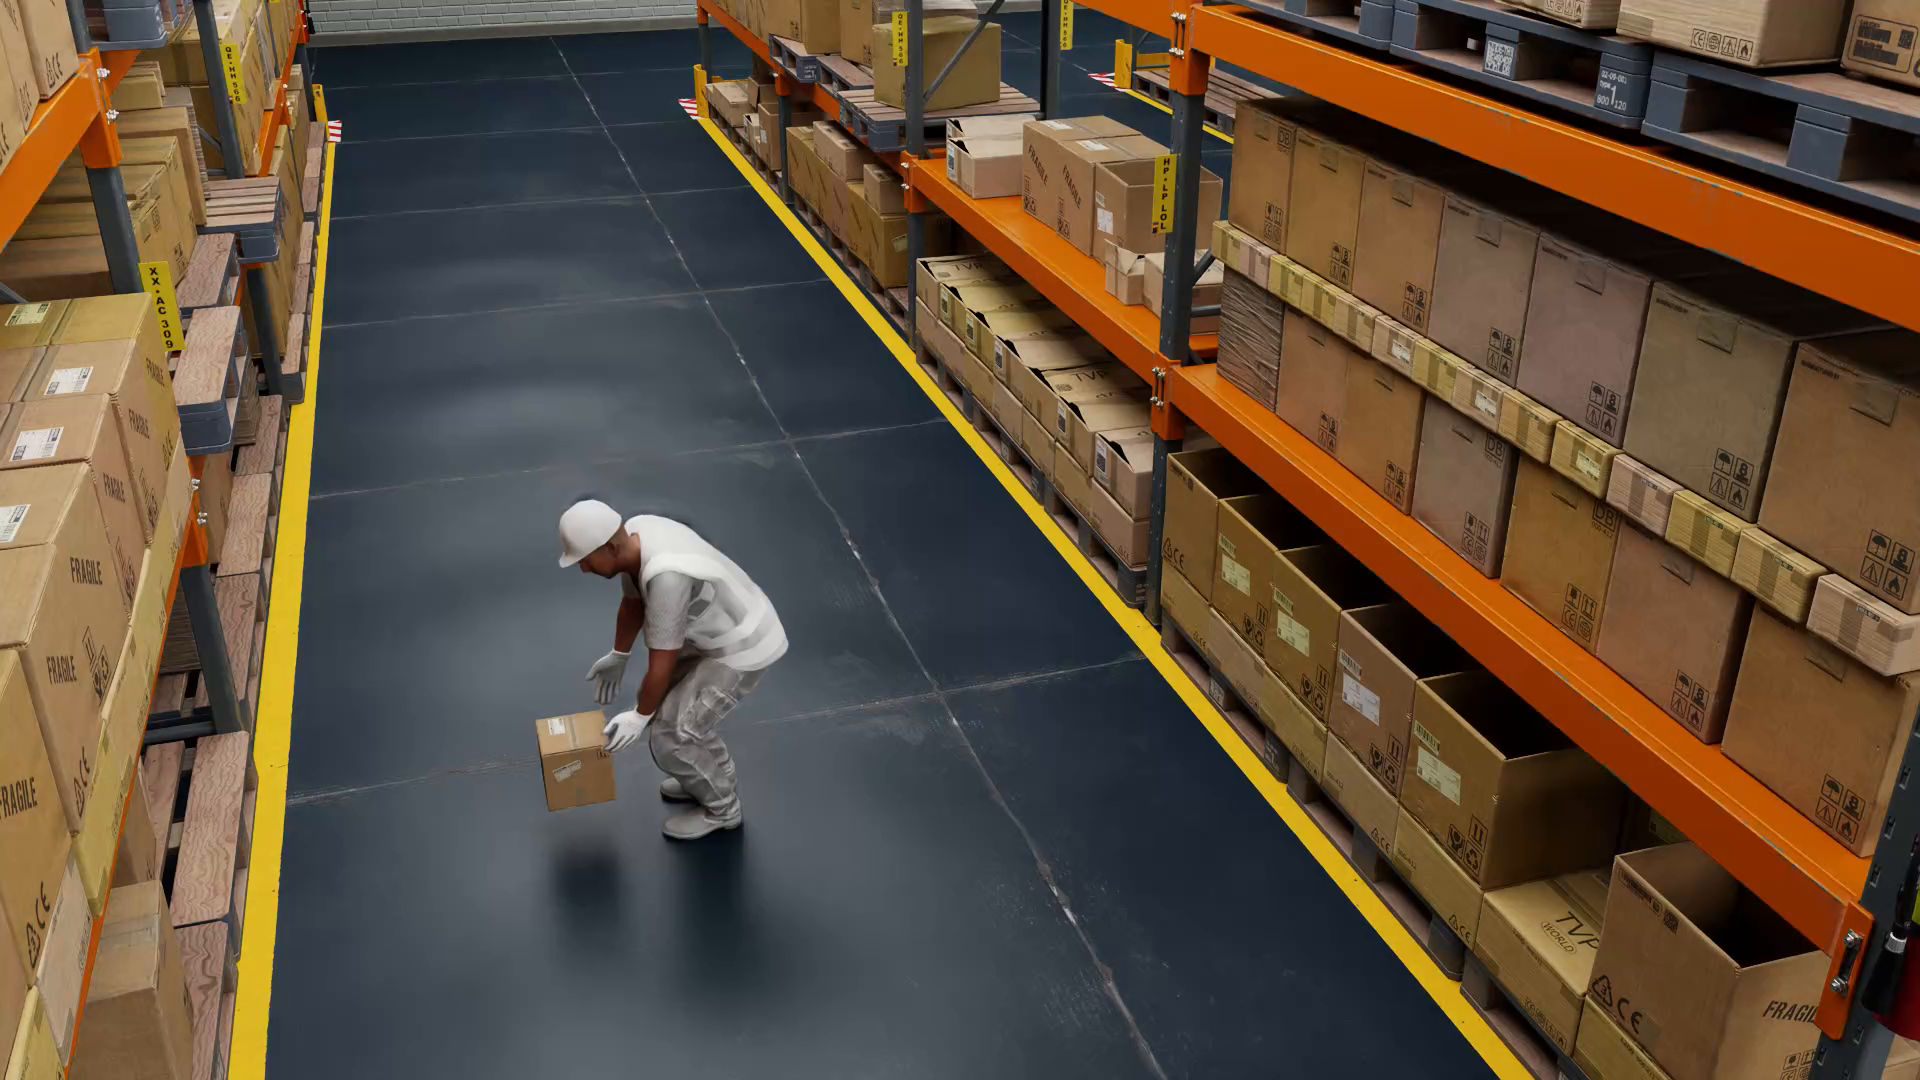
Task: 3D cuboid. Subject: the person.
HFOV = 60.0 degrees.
[{"bbox_3d":[-1.027,0.450,6.129,0.787,1.382,0.610,-8,27,-16],"label":"person"}]
